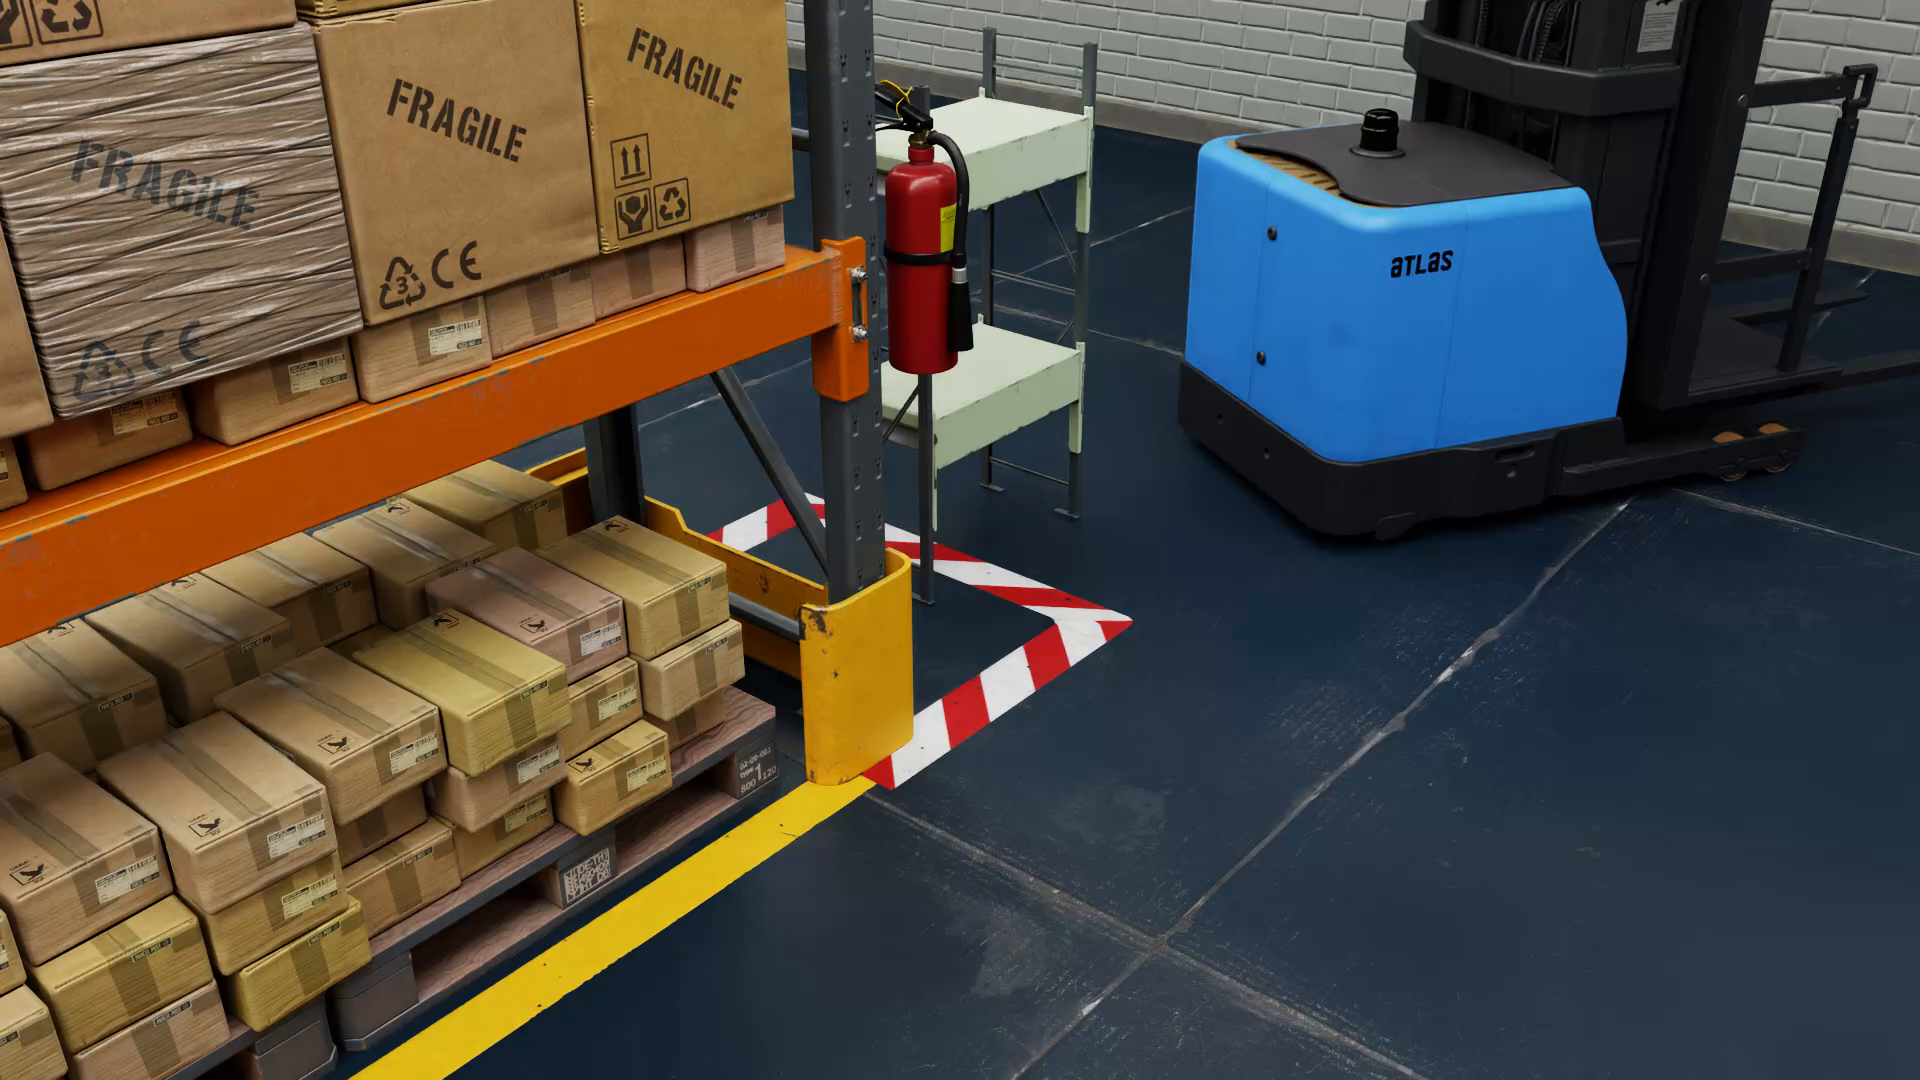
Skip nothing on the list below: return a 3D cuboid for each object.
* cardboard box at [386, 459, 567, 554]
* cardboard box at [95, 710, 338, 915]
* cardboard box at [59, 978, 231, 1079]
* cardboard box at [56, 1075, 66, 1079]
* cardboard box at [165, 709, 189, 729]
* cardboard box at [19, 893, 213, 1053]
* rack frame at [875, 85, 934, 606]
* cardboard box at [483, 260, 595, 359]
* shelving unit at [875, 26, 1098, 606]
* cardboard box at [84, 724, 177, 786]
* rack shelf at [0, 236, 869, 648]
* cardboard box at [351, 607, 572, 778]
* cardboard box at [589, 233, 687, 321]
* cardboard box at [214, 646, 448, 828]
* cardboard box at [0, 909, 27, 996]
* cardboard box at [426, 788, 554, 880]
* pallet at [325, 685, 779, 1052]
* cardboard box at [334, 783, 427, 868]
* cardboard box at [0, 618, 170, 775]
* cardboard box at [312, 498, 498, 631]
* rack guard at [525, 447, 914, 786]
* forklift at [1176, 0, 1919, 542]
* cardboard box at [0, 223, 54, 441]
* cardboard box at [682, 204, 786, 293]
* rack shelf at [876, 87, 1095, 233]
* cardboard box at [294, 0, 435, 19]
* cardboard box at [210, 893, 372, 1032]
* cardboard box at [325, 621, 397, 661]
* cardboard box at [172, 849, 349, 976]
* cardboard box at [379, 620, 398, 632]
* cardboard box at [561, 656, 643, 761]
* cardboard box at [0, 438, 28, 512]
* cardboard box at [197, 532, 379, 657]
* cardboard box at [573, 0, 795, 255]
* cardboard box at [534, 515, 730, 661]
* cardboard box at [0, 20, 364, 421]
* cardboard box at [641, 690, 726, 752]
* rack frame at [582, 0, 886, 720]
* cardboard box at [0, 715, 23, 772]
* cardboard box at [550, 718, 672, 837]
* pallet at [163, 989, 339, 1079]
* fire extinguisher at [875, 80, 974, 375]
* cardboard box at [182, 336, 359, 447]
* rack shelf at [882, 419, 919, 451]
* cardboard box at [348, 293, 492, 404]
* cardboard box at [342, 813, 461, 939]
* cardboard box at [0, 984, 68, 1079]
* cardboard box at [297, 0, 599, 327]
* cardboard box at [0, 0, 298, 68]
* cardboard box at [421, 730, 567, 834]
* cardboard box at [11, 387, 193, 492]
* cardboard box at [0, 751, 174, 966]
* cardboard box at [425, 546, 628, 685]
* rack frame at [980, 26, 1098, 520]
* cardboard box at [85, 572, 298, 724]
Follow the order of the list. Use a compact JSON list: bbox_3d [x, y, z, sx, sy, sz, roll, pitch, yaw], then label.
[{"bbox_3d":[-1.200,-0.072,4.124,0.380,0.149,0.250,19,33,32],"label":"cardboard box"},{"bbox_3d":[-1.358,0.489,3.038,0.380,0.149,0.250,22,35,36],"label":"cardboard box"},{"bbox_3d":[-1.549,0.833,3.020,0.380,0.149,0.250,22,34,35],"label":"cardboard box"},{"bbox_3d":[-1.767,0.901,2.889,0.380,0.149,0.250,22,34,36],"label":"cardboard box"},{"bbox_3d":[-1.688,0.336,3.657,0.380,0.149,0.250,22,35,36],"label":"cardboard box"},{"bbox_3d":[-1.546,0.701,2.952,0.380,0.149,0.250,23,35,37],"label":"cardboard box"},{"bbox_3d":[-0.237,-0.534,4.650,0.400,1.500,0.023,21,34,34],"label":"rack frame"},{"bbox_3d":[-0.929,-0.494,3.214,0.380,0.149,0.250,20,34,34],"label":"cardboard box"},{"bbox_3d":[-0.004,-0.664,4.901,0.431,1.500,0.755,21,34,34],"label":"shelving unit"},{"bbox_3d":[-1.783,0.458,3.421,0.380,0.149,0.250,19,33,32],"label":"cardboard box"},{"bbox_3d":[-1.877,0.054,2.663,1.077,0.370,4.000,21,34,34],"label":"rack shelf"},{"bbox_3d":[-1.017,0.304,3.396,0.380,0.149,0.250,20,33,33],"label":"cardboard box"},{"bbox_3d":[-0.781,-0.587,3.394,0.380,0.149,0.250,21,34,34],"label":"cardboard box"},{"bbox_3d":[-1.230,0.377,3.254,0.380,0.149,0.250,19,33,32],"label":"cardboard box"},{"bbox_3d":[-1.756,0.651,2.725,0.380,0.149,0.250,21,34,35],"label":"cardboard box"},{"bbox_3d":[-1.098,0.542,3.583,0.380,0.149,0.250,21,34,34],"label":"cardboard box"},{"bbox_3d":[-1.197,0.569,3.921,1.003,0.211,1.213,21,34,34],"label":"pallet"},{"bbox_3d":[-1.300,0.494,3.353,0.380,0.149,0.250,20,34,34],"label":"cardboard box"},{"bbox_3d":[-1.819,0.320,3.365,0.380,0.149,0.250,22,35,36],"label":"cardboard box"},{"bbox_3d":[-1.283,0.061,3.867,0.380,0.149,0.250,21,34,35],"label":"cardboard box"},{"bbox_3d":[-0.653,0.163,4.391,1.175,0.500,0.348,21,34,34],"label":"rack guard"},{"bbox_3d":[2.338,-1.686,5.389,3.031,2.867,1.129,-10,29,-19],"label":"forklift"},{"bbox_3d":[-1.664,-0.379,2.285,0.500,0.500,0.500,23,35,37],"label":"cardboard box"},{"bbox_3d":[-0.594,-0.665,3.543,0.380,0.149,0.250,21,34,34],"label":"cardboard box"},{"bbox_3d":[-0.004,-1.010,4.721,0.431,0.370,0.720,21,34,34],"label":"rack shelf"},{"bbox_3d":[-1.026,-1.180,2.746,0.500,0.500,0.500,19,33,33],"label":"cardboard box"},{"bbox_3d":[-1.359,0.742,3.196,0.380,0.149,0.250,19,33,32],"label":"cardboard box"},{"bbox_3d":[-1.441,0.277,3.771,0.380,0.149,0.250,21,34,35],"label":"cardboard box"},{"bbox_3d":[-1.369,0.616,3.117,0.380,0.149,0.250,21,34,35],"label":"cardboard box"},{"bbox_3d":[-1.354,0.165,3.989,0.380,0.149,0.250,21,34,34],"label":"cardboard box"},{"bbox_3d":[-0.928,0.321,3.687,0.380,0.149,0.250,20,33,33],"label":"cardboard box"},{"bbox_3d":[-1.637,-0.135,2.519,0.380,0.149,0.250,21,34,35],"label":"cardboard box"},{"bbox_3d":[-1.542,0.112,3.766,0.380,0.149,0.250,21,34,34],"label":"cardboard box"},{"bbox_3d":[-0.692,-0.916,3.324,0.500,0.500,0.500,22,34,35],"label":"cardboard box"},{"bbox_3d":[-0.746,0.103,3.785,0.380,0.149,0.250,21,34,35],"label":"cardboard box"},{"bbox_3d":[-1.338,-0.553,2.621,0.500,0.500,0.500,21,34,35],"label":"cardboard box"},{"bbox_3d":[-0.778,0.353,3.949,0.380,0.149,0.250,21,34,35],"label":"cardboard box"},{"bbox_3d":[-0.605,-0.974,3.869,1.000,3.000,0.127,21,34,34],"label":"rack frame"},{"bbox_3d":[-2.022,0.400,3.210,0.380,0.149,0.250,21,34,35],"label":"cardboard box"},{"bbox_3d":[-0.864,0.474,3.715,0.380,0.149,0.250,22,35,36],"label":"cardboard box"},{"bbox_3d":[-1.973,0.999,3.088,1.003,0.211,1.213,21,34,34],"label":"pallet"},{"bbox_3d":[-0.088,-0.729,3.884,0.296,0.674,0.183,21,34,34],"label":"fire extinguisher"},{"bbox_3d":[-1.264,-0.312,2.862,0.380,0.149,0.250,19,33,32],"label":"cardboard box"},{"bbox_3d":[-0.004,-0.438,5.018,0.332,0.071,0.664,21,34,34],"label":"rack shelf"},{"bbox_3d":[-1.073,-0.397,3.026,0.380,0.149,0.250,22,34,36],"label":"cardboard box"},{"bbox_3d":[-1.245,0.634,3.406,0.380,0.149,0.250,21,34,35],"label":"cardboard box"},{"bbox_3d":[-1.700,0.807,2.747,0.380,0.149,0.250,21,34,35],"label":"cardboard box"},{"bbox_3d":[-1.023,-0.735,2.974,0.500,0.500,0.500,20,33,34],"label":"cardboard box"},{"bbox_3d":[-1.350,-0.993,2.385,0.500,0.500,0.500,23,35,37],"label":"cardboard box"},{"bbox_3d":[-1.049,0.429,3.479,0.380,0.149,0.250,19,33,32],"label":"cardboard box"},{"bbox_3d":[-1.481,-0.234,2.710,0.380,0.149,0.250,19,33,32],"label":"cardboard box"},{"bbox_3d":[-1.611,0.550,2.920,0.380,0.149,0.250,19,33,33],"label":"cardboard box"},{"bbox_3d":[-0.950,0.175,3.645,0.380,0.149,0.250,22,34,35],"label":"cardboard box"},{"bbox_3d":[0.229,-0.794,5.152,0.400,1.500,0.023,21,34,34],"label":"rack frame"},{"bbox_3d":[-1.636,0.225,3.550,0.380,0.149,0.250,19,33,32],"label":"cardboard box"}]
